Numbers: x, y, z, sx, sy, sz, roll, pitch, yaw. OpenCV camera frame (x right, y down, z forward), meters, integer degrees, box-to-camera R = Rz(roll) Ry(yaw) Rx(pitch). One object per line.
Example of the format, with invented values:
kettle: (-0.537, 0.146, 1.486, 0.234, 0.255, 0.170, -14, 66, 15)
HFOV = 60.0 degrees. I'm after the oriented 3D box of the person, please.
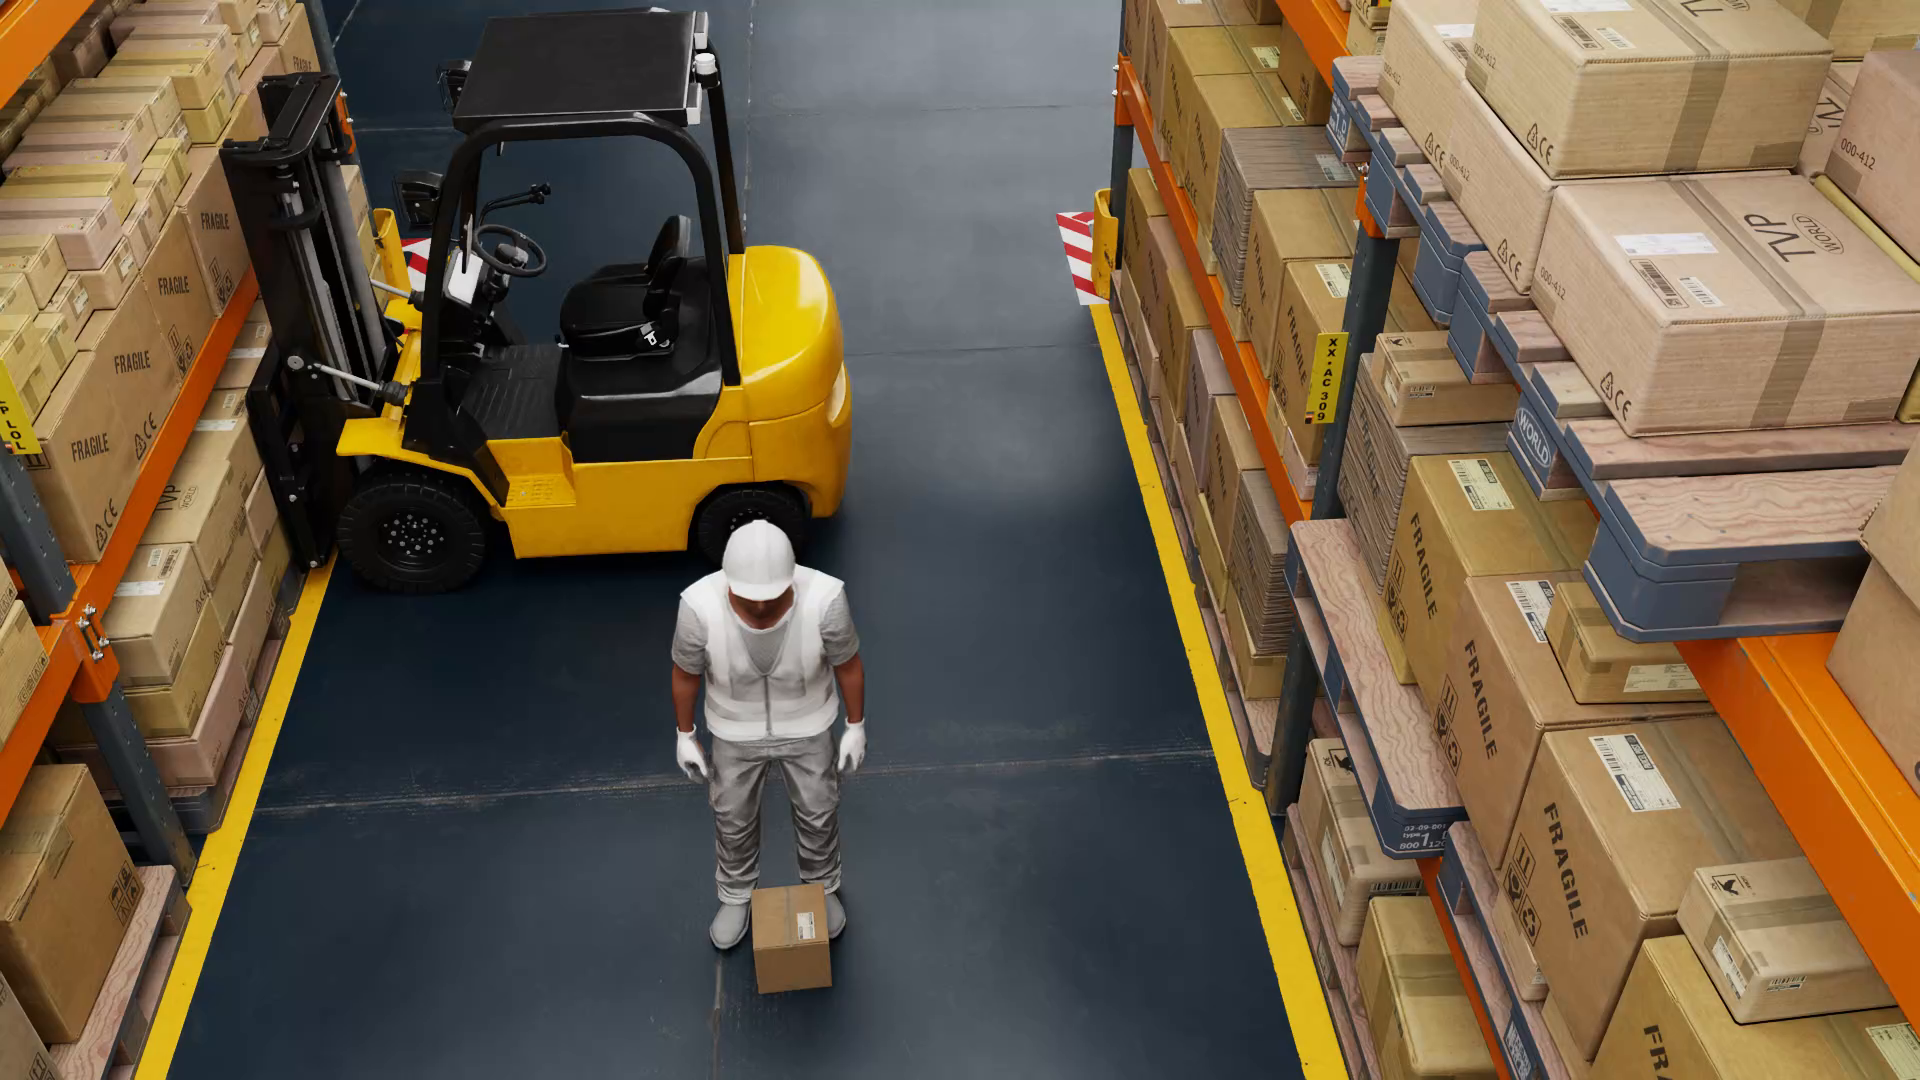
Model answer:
person: (-0.609, 0.621, 5.371, 0.617, 1.775, 0.447, -3, 39, -4)
